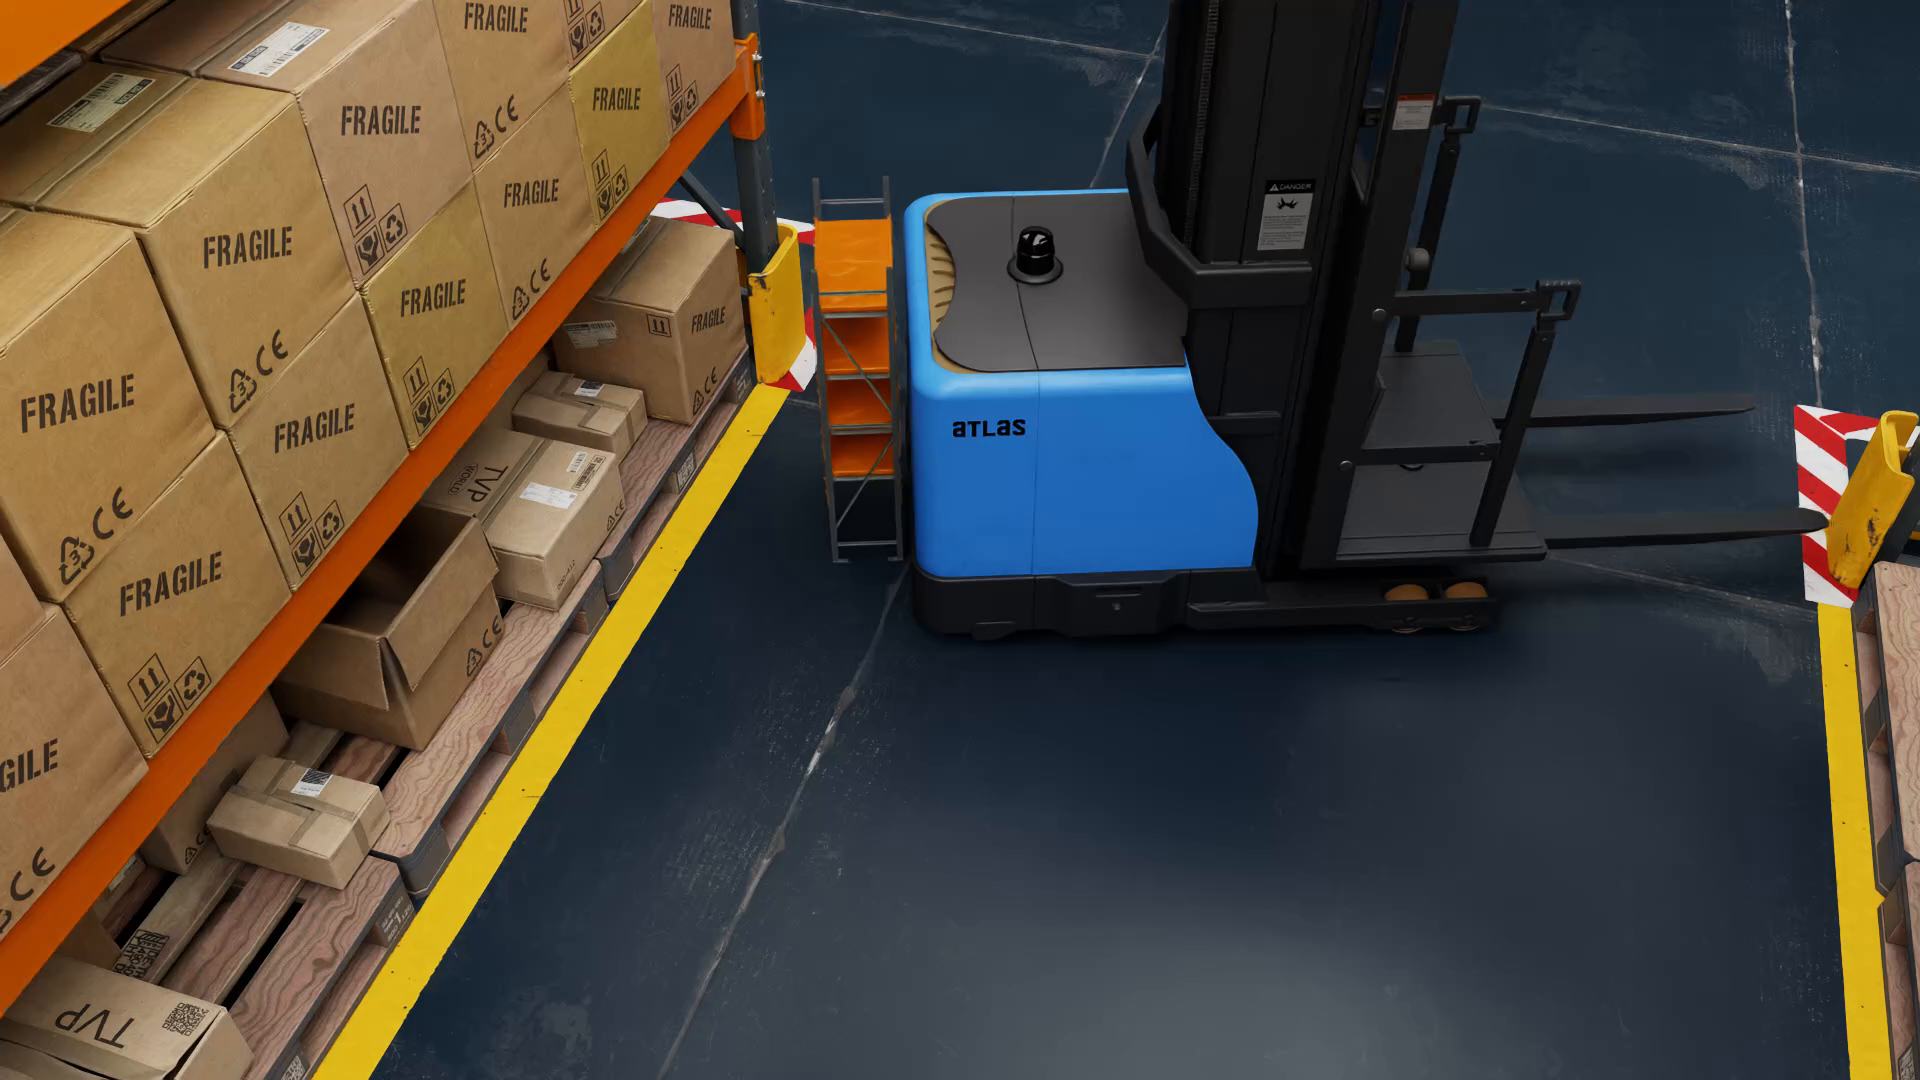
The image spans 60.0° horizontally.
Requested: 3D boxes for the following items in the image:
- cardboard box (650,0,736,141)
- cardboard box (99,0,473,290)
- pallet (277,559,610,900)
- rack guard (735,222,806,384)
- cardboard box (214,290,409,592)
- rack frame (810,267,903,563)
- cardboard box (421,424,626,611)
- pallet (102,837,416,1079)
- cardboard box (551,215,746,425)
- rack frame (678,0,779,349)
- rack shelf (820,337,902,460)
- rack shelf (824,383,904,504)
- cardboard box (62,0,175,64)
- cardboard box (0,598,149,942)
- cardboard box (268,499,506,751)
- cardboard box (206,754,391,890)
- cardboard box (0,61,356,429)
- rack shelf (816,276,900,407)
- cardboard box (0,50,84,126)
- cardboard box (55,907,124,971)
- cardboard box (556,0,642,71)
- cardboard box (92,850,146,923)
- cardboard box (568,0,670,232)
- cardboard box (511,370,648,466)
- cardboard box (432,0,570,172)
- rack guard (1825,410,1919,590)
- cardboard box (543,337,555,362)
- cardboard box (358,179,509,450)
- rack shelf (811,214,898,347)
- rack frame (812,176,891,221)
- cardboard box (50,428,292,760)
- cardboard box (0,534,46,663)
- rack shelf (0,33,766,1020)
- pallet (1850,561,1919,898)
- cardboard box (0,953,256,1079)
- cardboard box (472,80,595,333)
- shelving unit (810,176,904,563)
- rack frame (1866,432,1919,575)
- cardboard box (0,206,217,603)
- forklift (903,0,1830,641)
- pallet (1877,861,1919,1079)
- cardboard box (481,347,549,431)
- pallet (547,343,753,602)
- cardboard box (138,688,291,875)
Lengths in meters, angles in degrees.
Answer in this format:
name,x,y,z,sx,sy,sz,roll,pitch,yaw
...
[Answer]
name,x,y,z,sx,sy,sz,roll,pitch,yaw
cardboard box,-1.052,-1.627,5.196,0.500,0.500,0.500,14,46,14
cardboard box,-1.509,-0.960,3.800,0.500,0.500,0.500,14,46,14
pallet,-1.811,0.442,5.147,1.003,0.211,1.213,13,46,13
rack guard,-1.199,-1.003,6.418,1.175,0.500,0.348,13,46,13
cardboard box,-1.667,-0.274,3.814,0.500,0.500,0.500,12,46,12
rack frame,-0.315,-0.358,5.258,0.240,1.200,0.015,-2,44,-2
cardboard box,-1.422,-0.080,5.339,0.500,0.250,0.500,13,46,13
pallet,-2.178,1.258,4.314,1.003,0.211,1.213,13,46,13
cardboard box,-1.106,-0.797,5.892,0.500,0.500,0.500,13,46,13
rack frame,-1.176,-1.947,5.595,1.000,3.000,0.127,13,46,13
rack shelf,-0.327,-0.481,5.479,0.258,0.148,0.480,-2,44,-2
rack shelf,-0.327,-0.339,5.618,0.258,0.148,0.480,-2,44,-2
cardboard box,-2.022,-1.079,3.922,0.500,0.500,0.500,12,46,12
cardboard box,-1.973,0.401,3.124,0.500,0.500,0.500,14,46,14
cardboard box,-1.823,0.200,4.871,0.797,0.503,0.637,13,46,13
cardboard box,-1.801,0.762,4.538,0.380,0.166,0.250,13,46,13
cardboard box,-1.664,-0.615,3.448,0.500,0.500,0.500,11,46,11
rack shelf,-0.328,-0.641,5.323,0.258,0.148,0.480,-2,44,-2
cardboard box,-2.175,-0.744,3.579,0.500,0.500,0.500,13,46,13
cardboard box,-2.485,1.015,4.041,0.500,0.500,0.500,13,46,13
cardboard box,-1.201,-1.649,4.504,0.500,0.500,0.500,14,46,14
cardboard box,-2.428,0.878,4.432,0.380,0.149,0.250,13,46,13
cardboard box,-1.206,-1.280,4.842,0.500,0.500,0.500,13,46,13
cardboard box,-1.314,-0.427,5.752,0.380,0.166,0.250,13,46,13
cardboard box,-1.353,-1.302,4.150,0.500,0.500,0.500,14,46,14
rack guard,3.539,-0.021,5.414,1.175,0.500,0.348,13,46,13
cardboard box,-1.706,-0.719,6.051,0.380,0.166,0.250,13,46,13
cardboard box,-1.515,-0.613,4.160,0.500,0.500,0.500,12,46,12
rack shelf,-0.328,-0.810,5.158,0.258,0.148,0.480,-2,44,-2
rack frame,-0.340,-0.699,5.607,0.240,1.200,0.015,-2,44,-2
cardboard box,-1.821,0.059,3.473,0.500,0.500,0.500,13,46,13
cardboard box,-1.976,0.071,2.746,0.500,0.500,0.500,14,46,14
rack shelf,-1.781,-0.357,4.485,1.077,0.370,4.000,13,46,13
pallet,3.257,0.642,4.943,1.003,0.211,1.213,13,46,13
cardboard box,-2.054,1.289,3.896,0.500,0.311,0.500,13,46,13
cardboard box,-1.362,-0.949,4.504,0.500,0.500,0.500,13,46,13
shelving unit,-0.327,-0.529,5.432,0.258,1.200,0.503,-2,44,-2
rack frame,3.544,-0.896,4.521,1.000,3.000,0.127,13,46,13
cardboard box,-1.820,-0.273,3.098,0.500,0.500,0.500,11,45,11
forklift,1.340,-1.114,4.793,3.031,2.935,1.130,-2,44,-2
pallet,2.886,1.453,4.114,1.003,0.211,1.213,13,46,13
cardboard box,-1.762,-0.486,5.754,0.500,0.250,0.500,13,46,13
pallet,-1.439,-0.368,5.976,1.003,0.211,1.213,13,46,13
cardboard box,-2.258,0.583,4.618,0.500,0.311,0.500,13,46,13
